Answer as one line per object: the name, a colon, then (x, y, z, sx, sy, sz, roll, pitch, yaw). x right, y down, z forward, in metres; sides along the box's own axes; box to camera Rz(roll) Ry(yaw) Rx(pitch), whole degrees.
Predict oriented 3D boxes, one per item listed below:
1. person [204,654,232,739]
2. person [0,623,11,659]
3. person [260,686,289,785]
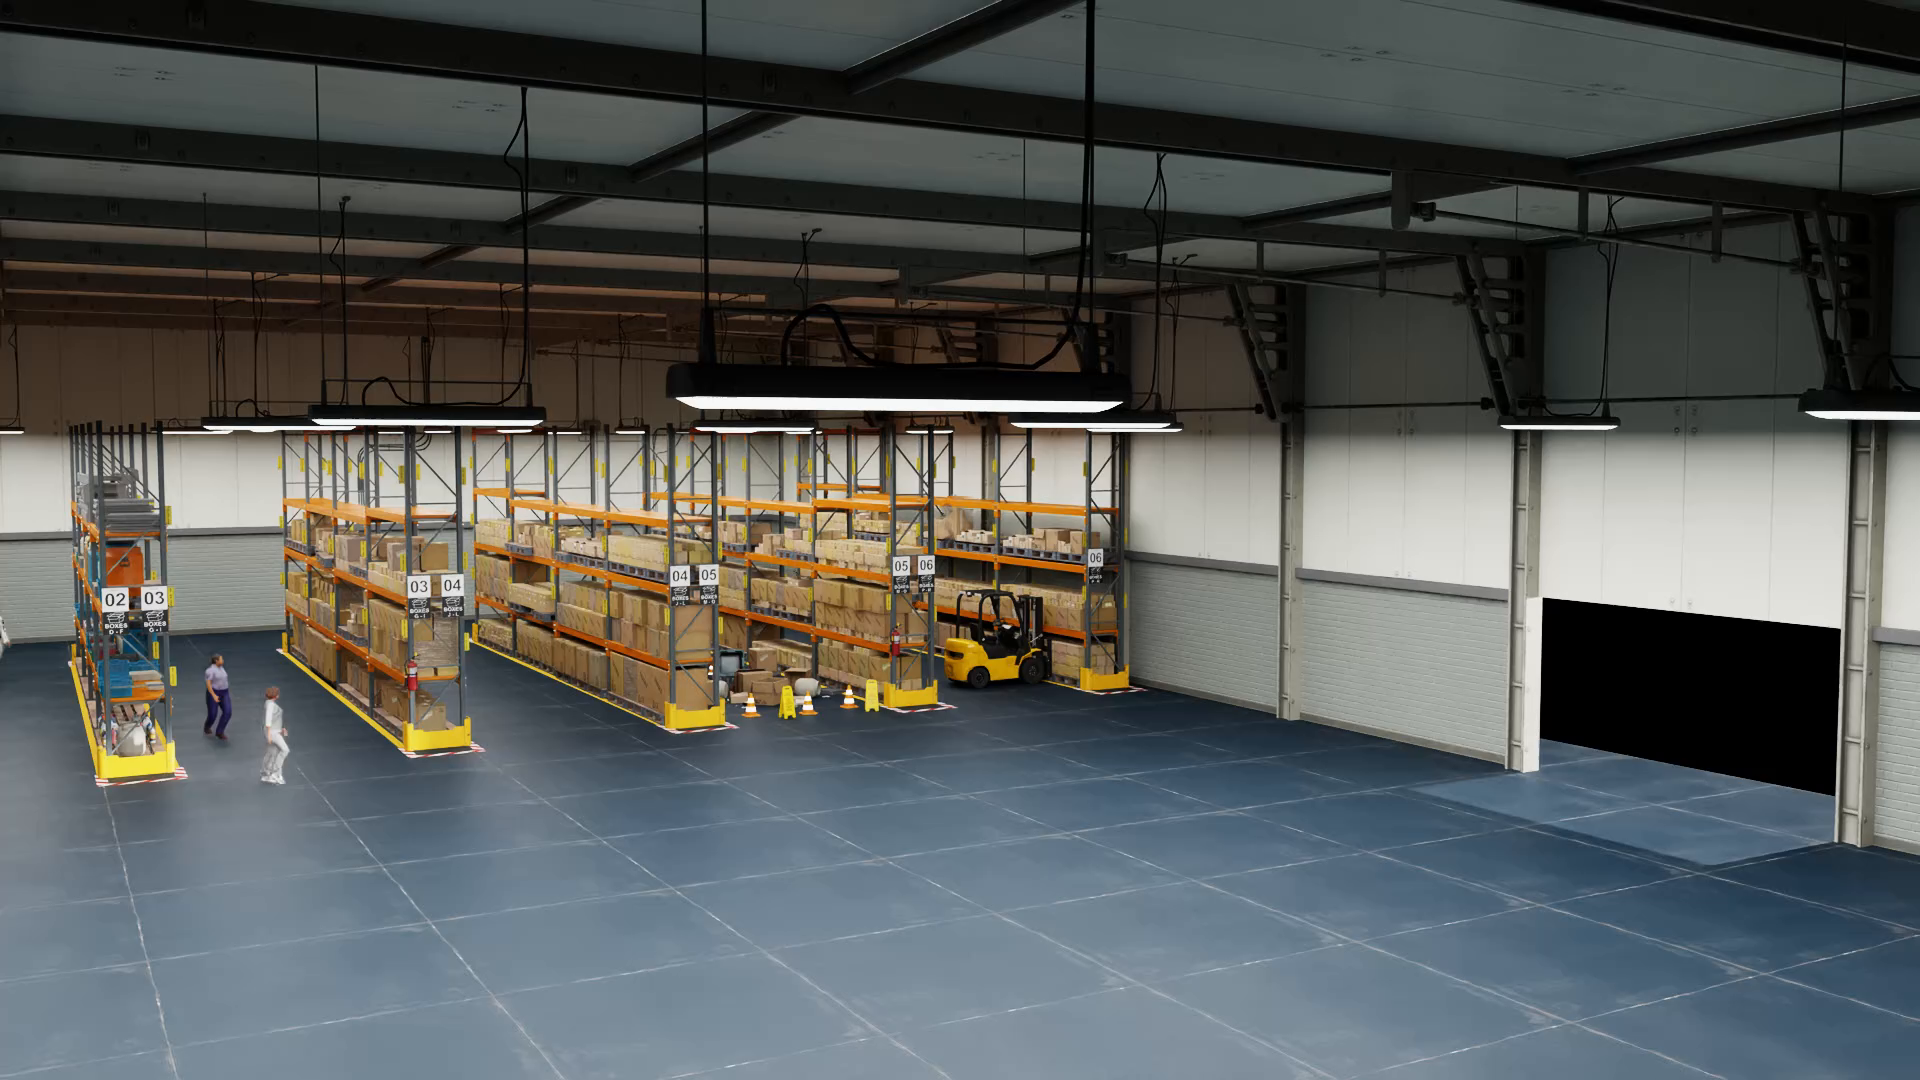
person: (-14.157, 2.981, 31.680, 0.609, 1.631, 0.537, 2, 4, 31)
person: (-22.301, 2.531, 38.269, 0.793, 1.813, 0.935, -2, 4, -30)
person: (-11.328, 3.219, 27.453, 0.481, 1.628, 0.538, -1, 4, -14)
